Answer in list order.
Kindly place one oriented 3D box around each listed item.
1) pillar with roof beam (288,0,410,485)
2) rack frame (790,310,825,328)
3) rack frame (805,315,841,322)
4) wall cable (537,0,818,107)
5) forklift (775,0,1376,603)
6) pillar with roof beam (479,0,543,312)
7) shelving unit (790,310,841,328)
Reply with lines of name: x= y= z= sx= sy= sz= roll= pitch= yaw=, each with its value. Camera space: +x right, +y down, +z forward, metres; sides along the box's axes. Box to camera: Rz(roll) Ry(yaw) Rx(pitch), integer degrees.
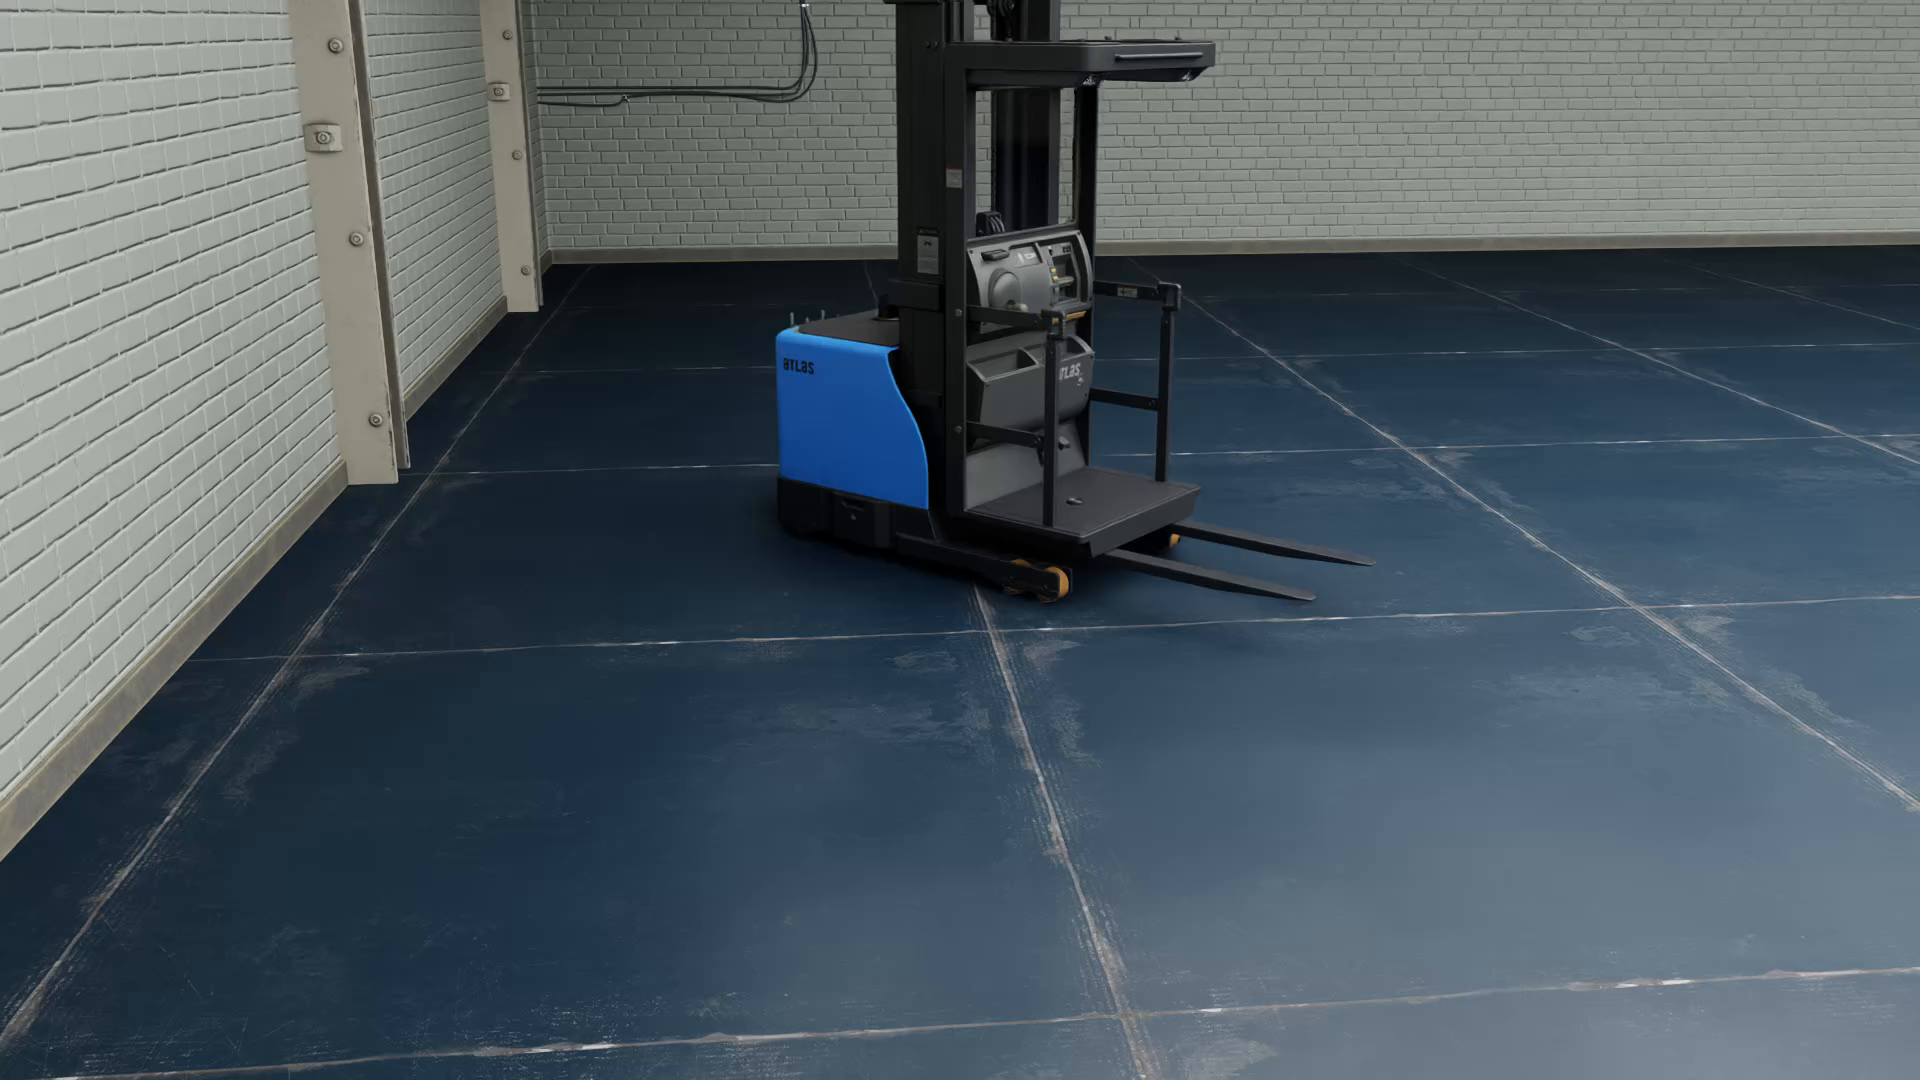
pillar with roof beam: x=0.809 y=-4.813 z=8.983 sx=9.100 sy=9.000 sz=0.400 roll=-2 pitch=18 yaw=-6
rack frame: x=-0.834 y=-0.755 z=9.329 sx=0.200 sy=1.050 sz=0.008 roll=-8 pitch=17 yaw=-24
rack frame: x=-0.730 y=-0.699 z=9.116 sx=0.200 sy=1.050 sz=0.008 roll=-8 pitch=17 yaw=-24
wall cable: x=-3.081 y=-5.904 z=17.645 sx=3.097 sy=2.526 sz=0.112 roll=-2 pitch=18 yaw=-6
forklift: x=0.509 y=-1.286 z=7.879 sx=3.031 sy=2.935 sz=1.130 roll=13 pitch=22 yaw=36
pillar with roof beam: x=0.190 y=-6.600 z=14.677 sx=9.100 sy=9.000 sz=0.400 roll=-2 pitch=18 yaw=-6
shelving unit: x=-0.782 y=-0.727 z=9.223 sx=0.215 sy=1.050 sz=0.252 roll=-8 pitch=17 yaw=-24
